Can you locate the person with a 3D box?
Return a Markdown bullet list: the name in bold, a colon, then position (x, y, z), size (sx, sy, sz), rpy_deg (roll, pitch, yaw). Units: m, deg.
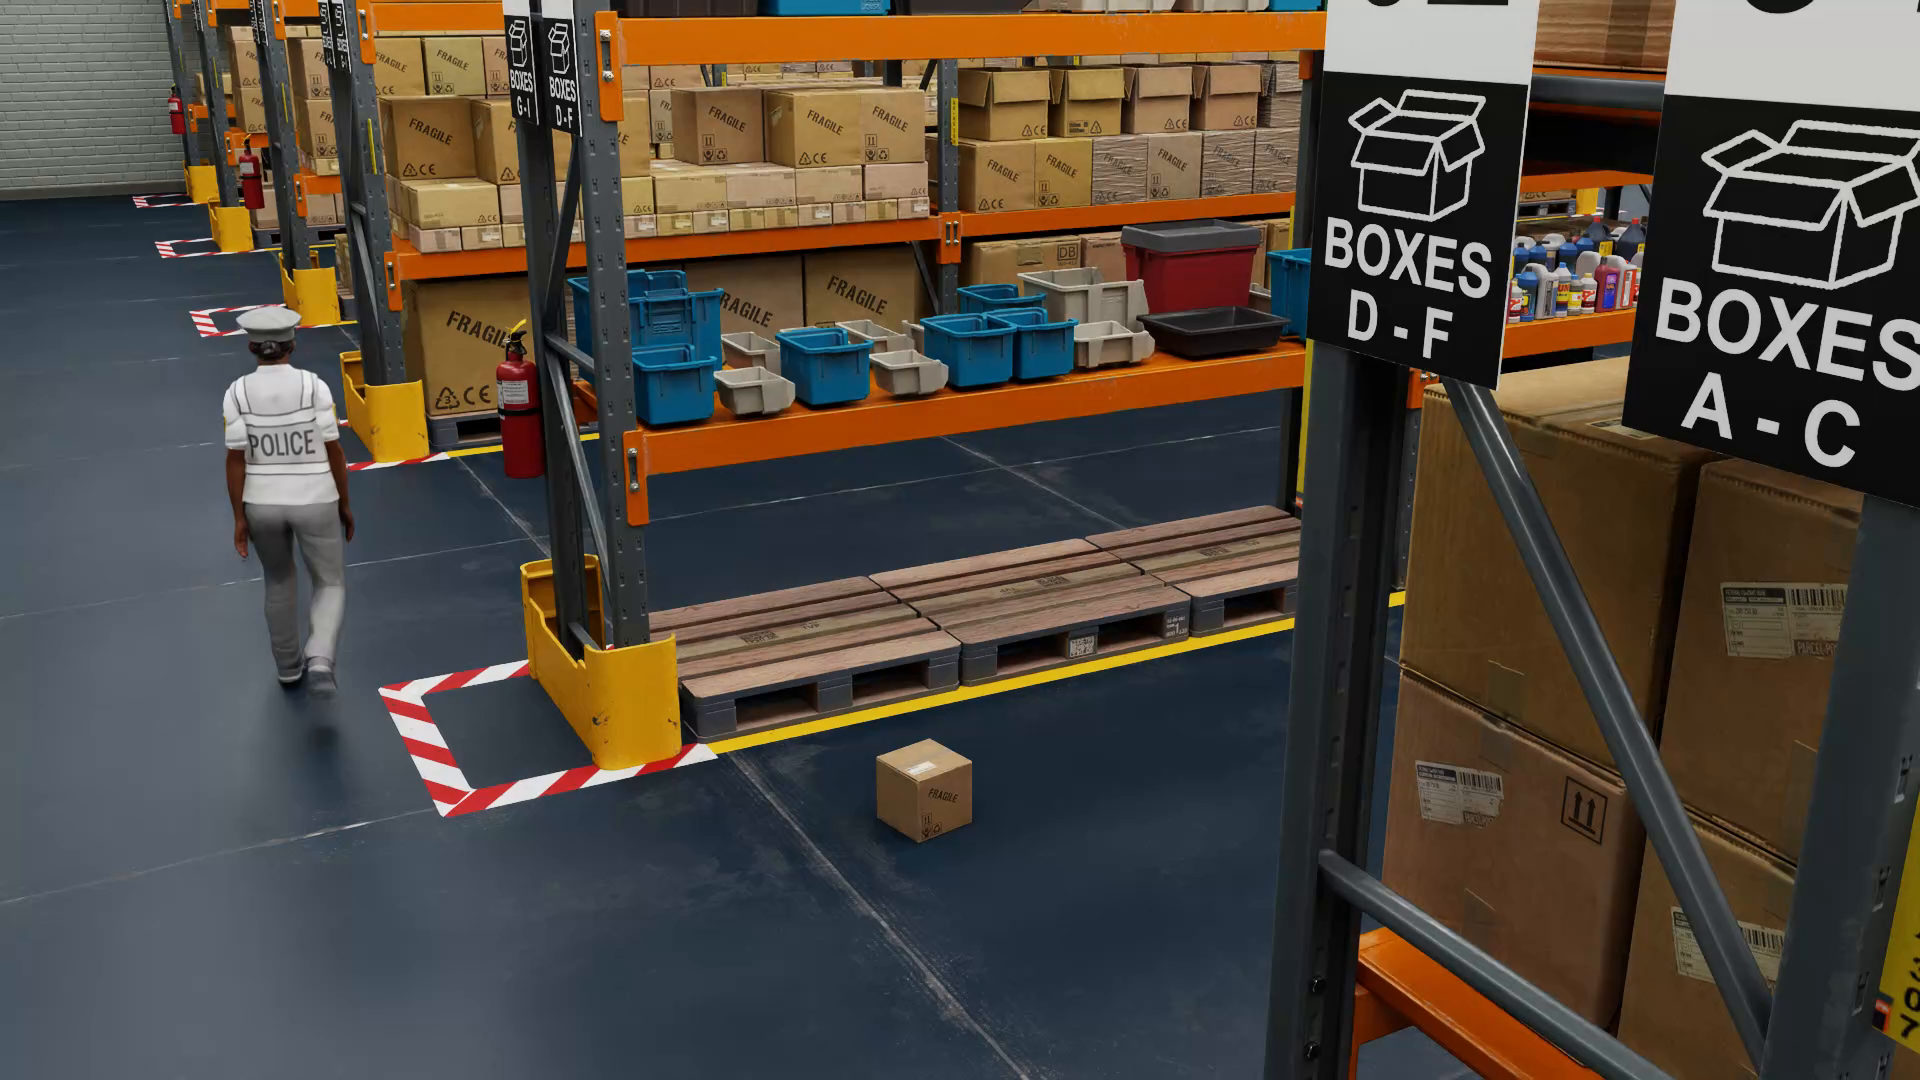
- **person**: position (-2.774, -0.119, 6.894), size (0.464, 1.632, 0.809), rpy_deg (-4, 19, -11)
